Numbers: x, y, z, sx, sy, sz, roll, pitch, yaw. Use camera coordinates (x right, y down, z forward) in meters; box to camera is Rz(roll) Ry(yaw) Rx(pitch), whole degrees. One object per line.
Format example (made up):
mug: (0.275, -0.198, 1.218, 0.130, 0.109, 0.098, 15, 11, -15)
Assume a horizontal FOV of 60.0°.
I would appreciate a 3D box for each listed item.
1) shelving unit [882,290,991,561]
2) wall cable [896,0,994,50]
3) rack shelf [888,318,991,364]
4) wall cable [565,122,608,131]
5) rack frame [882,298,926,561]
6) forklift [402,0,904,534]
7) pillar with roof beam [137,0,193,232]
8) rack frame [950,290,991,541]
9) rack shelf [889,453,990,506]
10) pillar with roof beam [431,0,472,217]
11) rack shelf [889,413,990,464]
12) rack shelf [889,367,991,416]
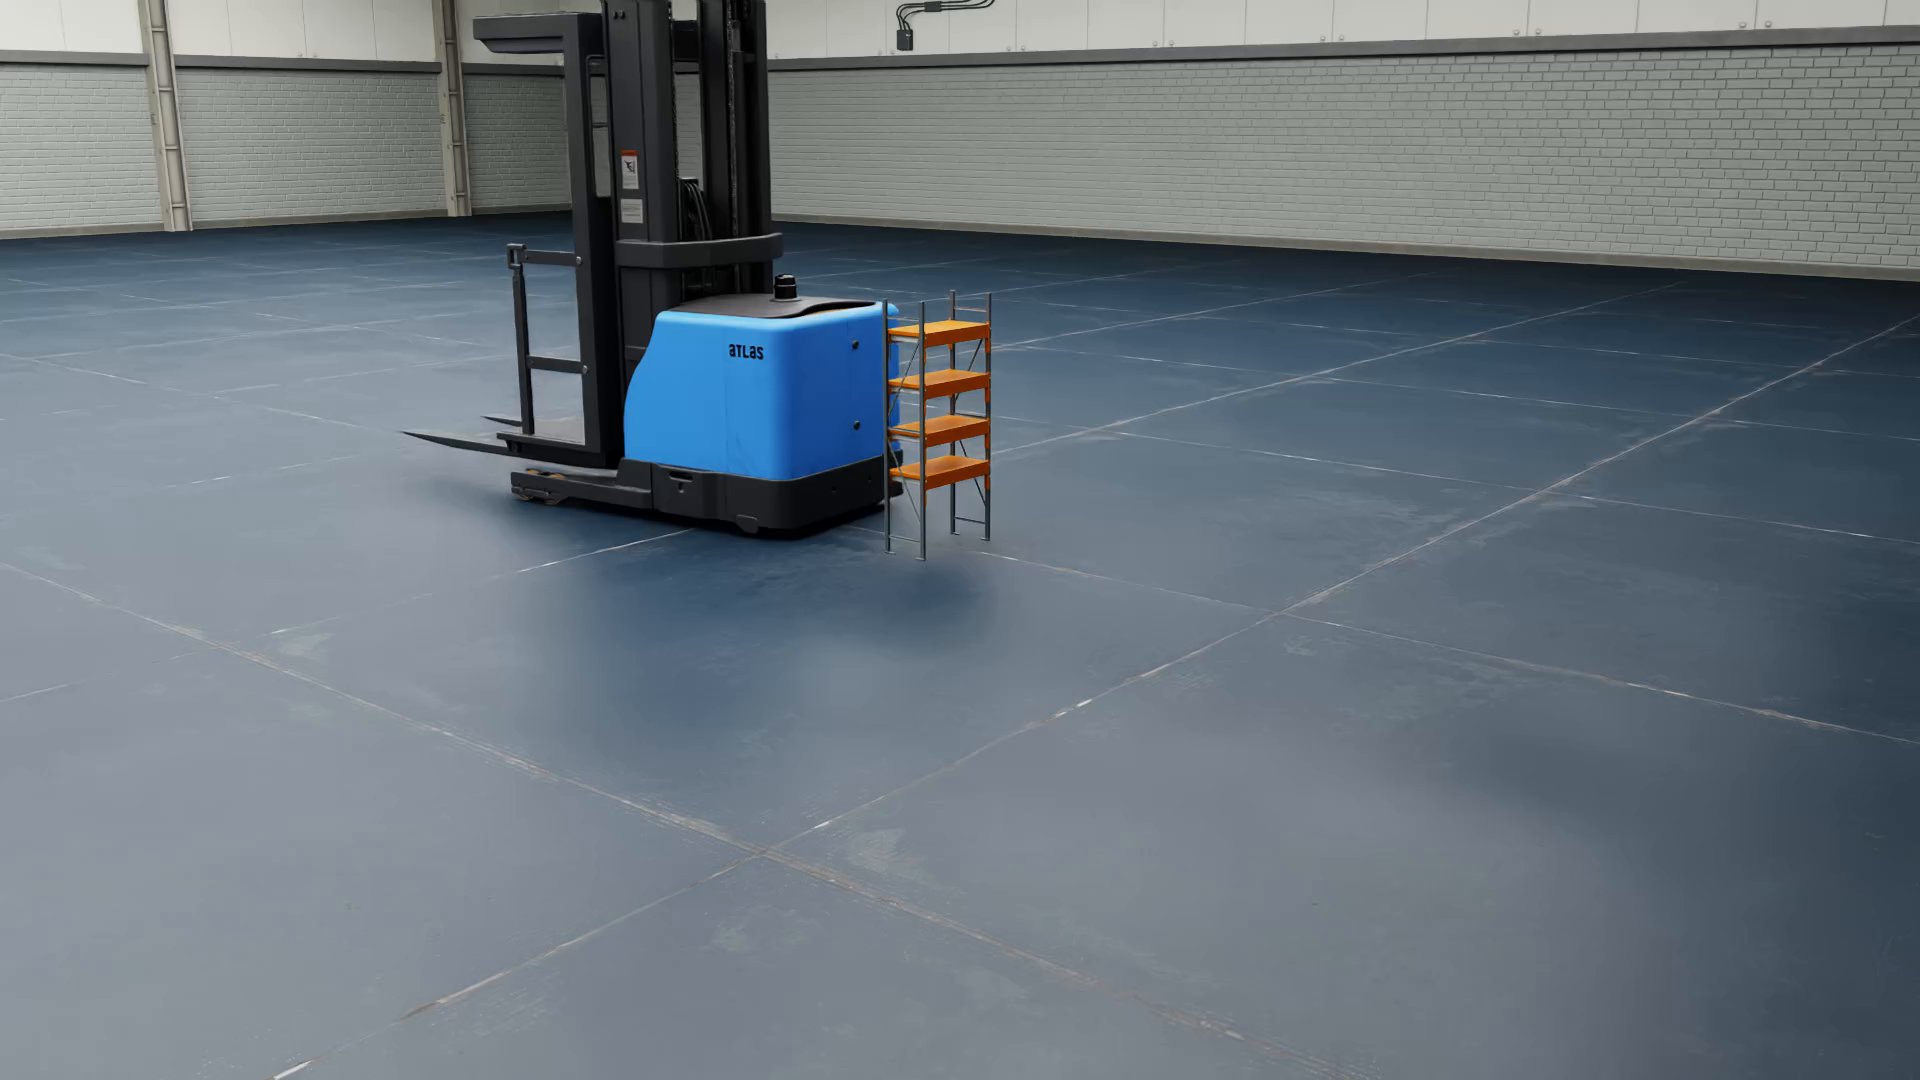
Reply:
shelving unit: (-0.104, -0.550, 7.850, 0.258, 1.200, 0.503, 11, 18, 38)
wall cable: (-0.237, -11.692, 28.965, 2.305, 6.003, 0.169, 11, 18, 38)
rack shelf: (-0.104, -0.931, 7.754, 0.258, 0.148, 0.480, 11, 18, 38)
wall cable: (-7.612, -10.011, 35.561, 3.097, 2.526, 0.112, 11, 18, 38)
rack frame: (-0.257, -0.503, 7.666, 0.240, 1.200, 0.015, 11, 18, 38)
forklift: (-1.813, -1.704, 8.877, 3.031, 2.935, 1.130, 9, 17, 32)
pillar with roof beam: (-10.914, -9.341, 26.618, 9.100, 9.000, 0.400, 11, 18, 38)
rack frame: (0.049, -0.597, 8.034, 0.240, 1.200, 0.015, 11, 18, 38)
rack shelf: (-0.104, -0.292, 7.916, 0.258, 0.148, 0.480, 11, 18, 38)
pillar with roof beam: (-7.143, -10.490, 31.141, 9.100, 9.000, 0.400, 11, 18, 38)
rack shelf: (-0.104, -0.485, 7.867, 0.258, 0.148, 0.480, 11, 18, 38)
rack shelf: (-0.104, -0.701, 7.812, 0.258, 0.148, 0.480, 11, 18, 38)
